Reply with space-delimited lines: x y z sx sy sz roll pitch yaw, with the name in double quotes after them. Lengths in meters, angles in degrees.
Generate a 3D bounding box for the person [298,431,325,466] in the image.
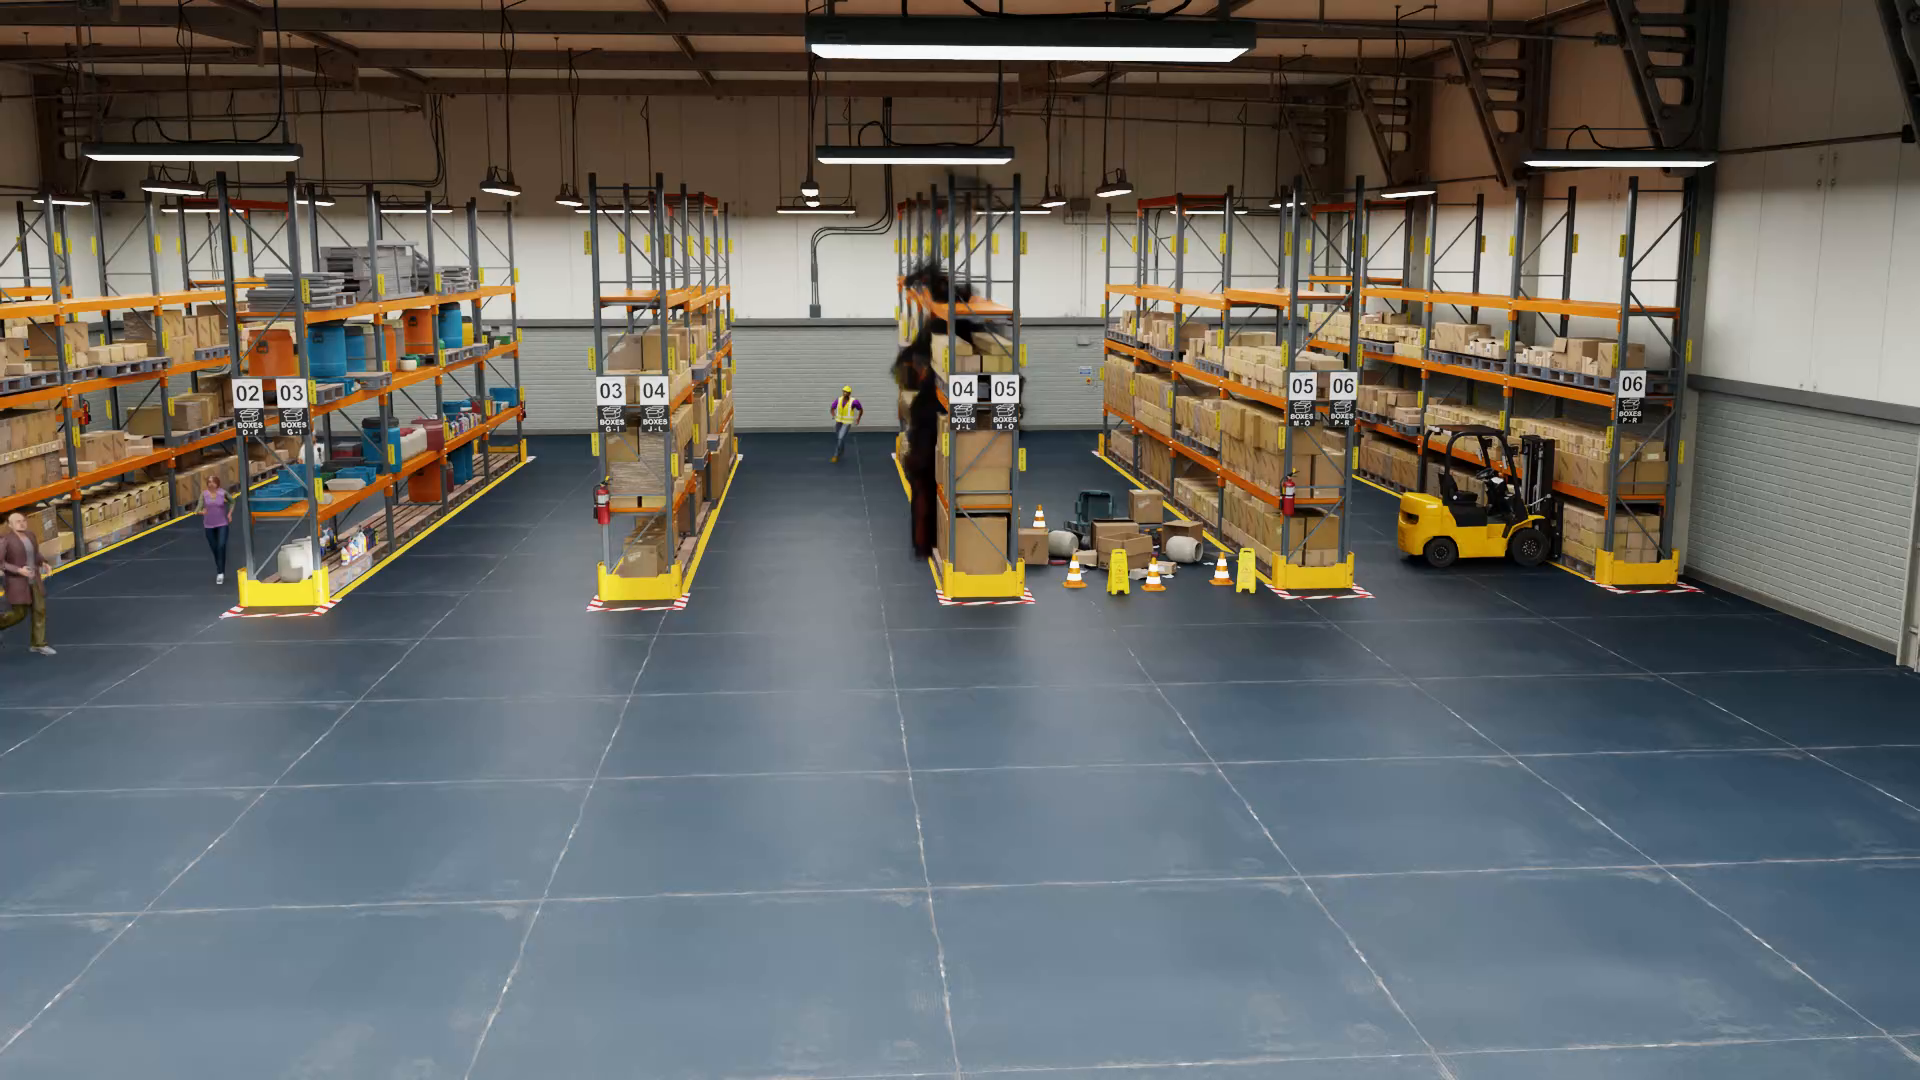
-11.967 -1.212 30.848 0.621 1.633 0.878 -1 10 -6 "person"

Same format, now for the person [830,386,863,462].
-2.731 -2.744 39.148 0.758 1.756 0.948 4 11 21 "person"

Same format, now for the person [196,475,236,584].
-11.217 -0.194 25.084 0.537 1.596 0.853 -3 10 -16 "person"

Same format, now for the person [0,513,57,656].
-11.638 0.541 20.633 0.869 1.778 0.718 4 11 20 "person"
